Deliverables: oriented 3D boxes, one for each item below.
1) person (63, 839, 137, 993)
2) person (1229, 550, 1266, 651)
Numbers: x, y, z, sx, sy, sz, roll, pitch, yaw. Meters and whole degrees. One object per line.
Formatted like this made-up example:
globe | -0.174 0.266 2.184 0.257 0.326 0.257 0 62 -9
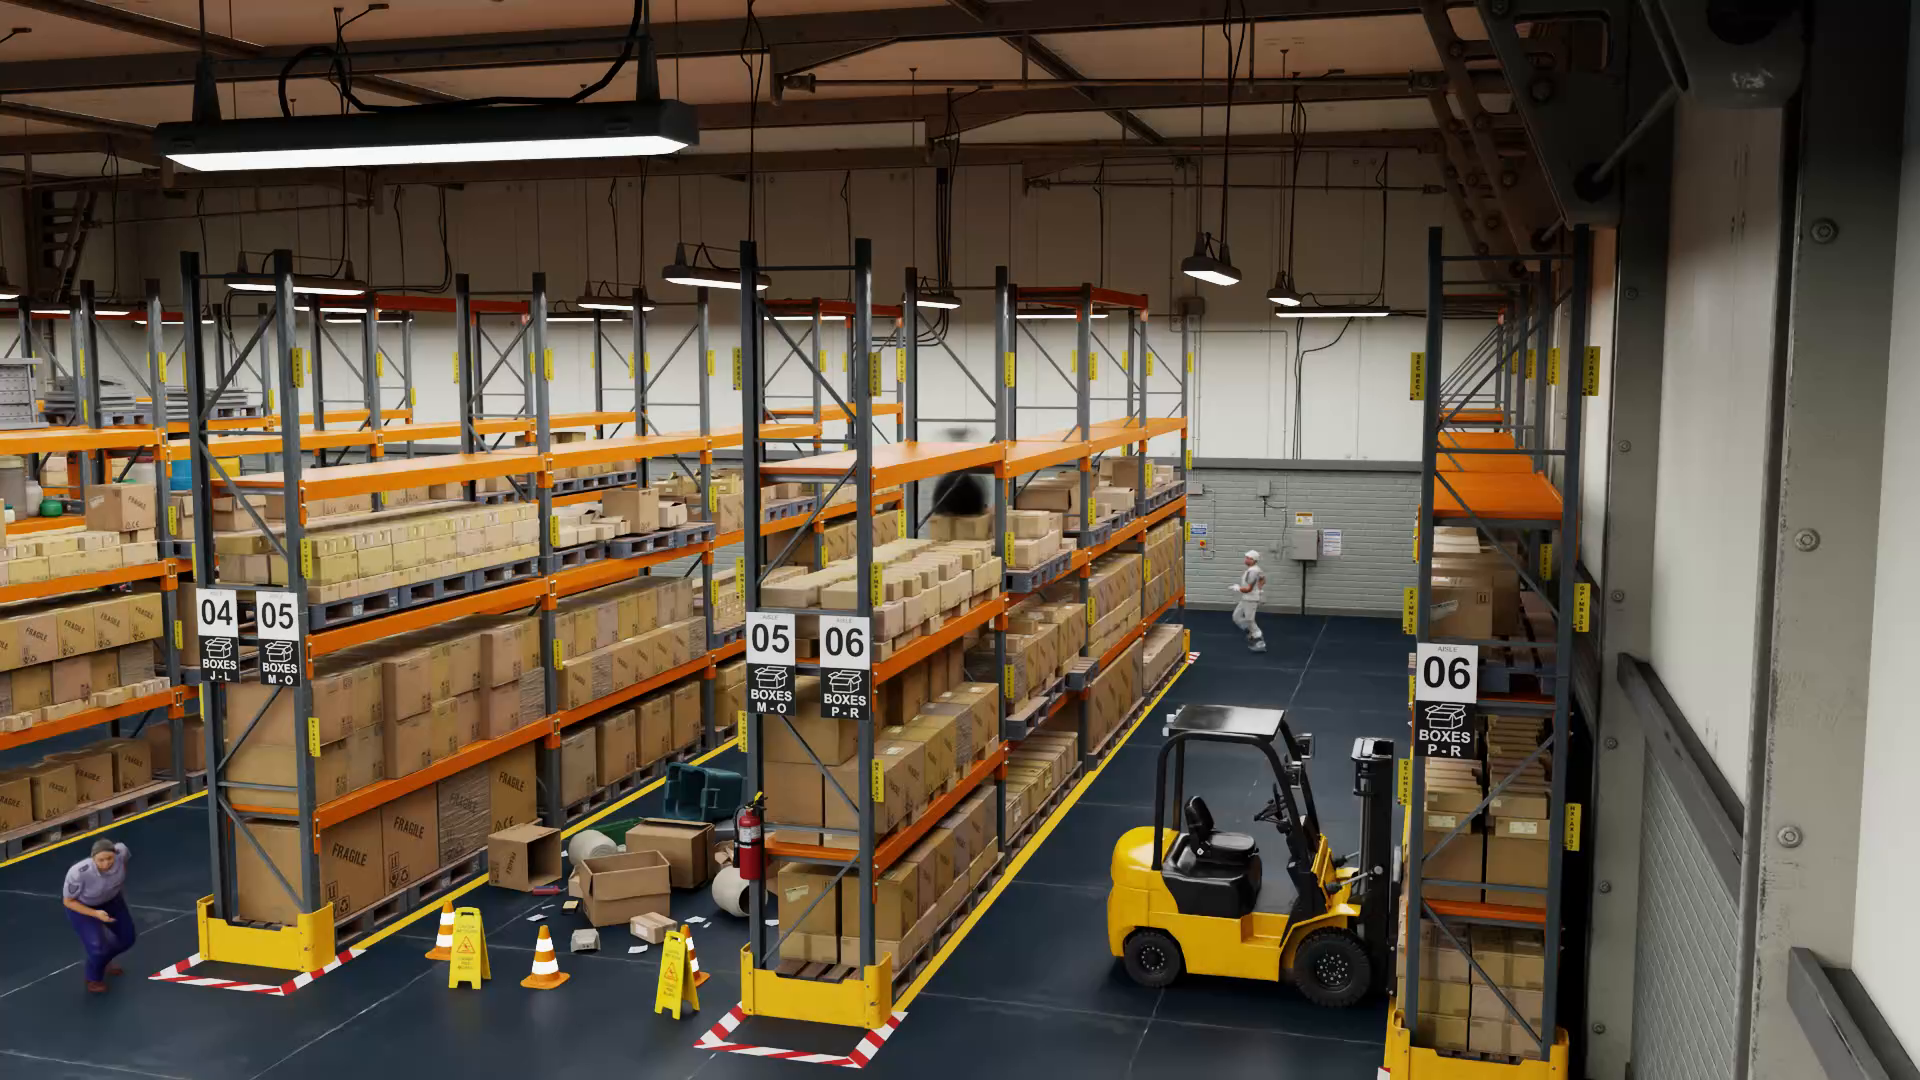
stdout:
person | -6.954 3.004 13.422 0.857 1.377 0.655 4 8 32
person | 4.999 1.042 28.883 0.649 1.745 0.653 1 7 11
